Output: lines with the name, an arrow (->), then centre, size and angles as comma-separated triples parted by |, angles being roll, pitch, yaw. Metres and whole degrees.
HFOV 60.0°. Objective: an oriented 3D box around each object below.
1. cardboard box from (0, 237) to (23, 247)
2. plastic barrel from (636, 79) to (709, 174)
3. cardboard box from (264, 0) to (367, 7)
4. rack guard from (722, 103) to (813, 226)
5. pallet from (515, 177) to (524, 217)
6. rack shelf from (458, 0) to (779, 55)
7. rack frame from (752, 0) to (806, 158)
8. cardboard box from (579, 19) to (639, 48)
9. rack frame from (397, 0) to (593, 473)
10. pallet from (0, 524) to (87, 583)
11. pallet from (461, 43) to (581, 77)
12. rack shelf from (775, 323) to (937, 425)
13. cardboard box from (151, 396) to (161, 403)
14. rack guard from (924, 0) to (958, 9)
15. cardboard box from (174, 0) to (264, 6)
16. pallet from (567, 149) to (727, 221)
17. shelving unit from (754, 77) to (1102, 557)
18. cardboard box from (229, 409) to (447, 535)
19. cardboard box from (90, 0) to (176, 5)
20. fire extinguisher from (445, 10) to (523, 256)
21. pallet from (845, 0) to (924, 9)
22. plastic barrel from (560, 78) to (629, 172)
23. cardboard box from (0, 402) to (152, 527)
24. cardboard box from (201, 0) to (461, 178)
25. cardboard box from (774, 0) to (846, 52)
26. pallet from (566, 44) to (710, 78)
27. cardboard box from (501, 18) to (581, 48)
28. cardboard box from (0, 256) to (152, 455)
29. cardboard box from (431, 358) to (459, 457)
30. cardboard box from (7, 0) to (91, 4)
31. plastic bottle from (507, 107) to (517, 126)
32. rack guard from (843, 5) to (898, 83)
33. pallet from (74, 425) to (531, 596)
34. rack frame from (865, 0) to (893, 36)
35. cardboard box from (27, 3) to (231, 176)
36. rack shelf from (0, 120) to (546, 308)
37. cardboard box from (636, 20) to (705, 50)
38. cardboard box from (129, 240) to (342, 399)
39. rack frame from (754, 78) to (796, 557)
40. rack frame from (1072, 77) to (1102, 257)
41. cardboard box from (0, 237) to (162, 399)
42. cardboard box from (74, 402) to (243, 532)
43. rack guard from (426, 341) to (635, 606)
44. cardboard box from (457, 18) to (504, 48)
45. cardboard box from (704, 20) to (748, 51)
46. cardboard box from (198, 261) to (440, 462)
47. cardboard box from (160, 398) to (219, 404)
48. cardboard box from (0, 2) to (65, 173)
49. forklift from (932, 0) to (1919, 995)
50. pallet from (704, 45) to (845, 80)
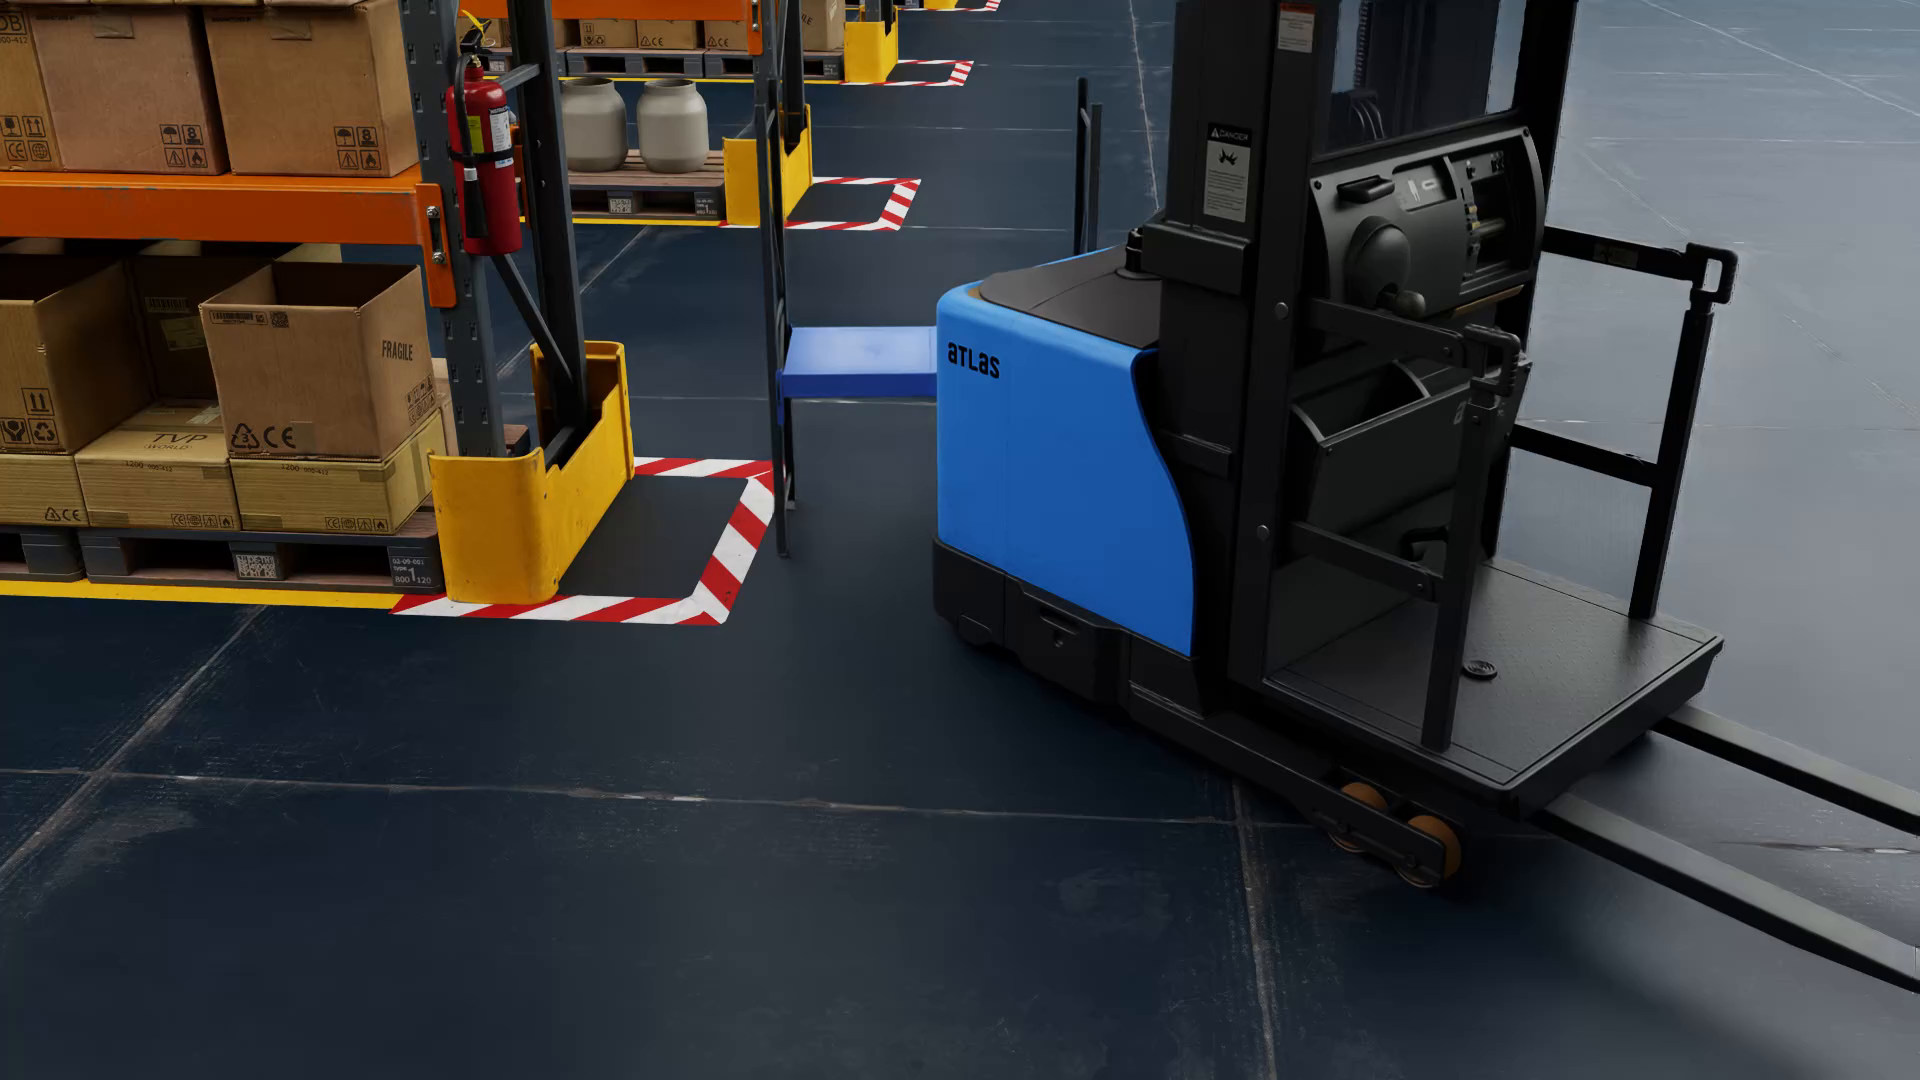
cardboard box -> -3.480, -0.844, 5.885 | 0.500, 0.500, 0.500 | 2, 25, 4
plastic barrel -> -1.746, -2.516, 10.104 | 0.421, 0.512, 0.421 | 0, 25, 0
cardboard box -> -1.862, -1.675, 4.906 | 0.250, 0.149, 0.380 | 1, 25, 3
rack guard -> -1.163, -2.314, 10.180 | 0.348, 0.500, 1.175 | 2, 25, 4
pallet -> -3.186, -2.251, 10.389 | 1.213, 0.211, 1.003 | 2, 25, 4
rack shelf -> -3.078, -3.204, 9.985 | 4.000, 0.370, 1.077 | 2, 25, 4
rack frame -> -1.084, -3.467, 9.695 | 0.127, 3.000, 1.000 | 2, 25, 4
cardboard box -> -3.101, -4.682, 14.825 | 0.500, 0.500, 0.500 | 0, 25, -1
rack frame -> -1.467, -1.402, 5.209 | 0.127, 3.000, 1.000 | 2, 25, 4
pallet -> -3.446, -0.183, 5.894 | 1.213, 0.211, 1.003 | 2, 25, 4
pallet -> -4.021, -4.385, 15.028 | 1.213, 0.211, 1.003 | 2, 25, 4
rack shelf -> -0.101, -0.570, 5.626 | 1.000, 0.185, 0.538 | -1, 25, -1
cardboard box -> -2.982, -0.484, 6.001 | 0.500, 0.250, 0.500 | 2, 25, 4
rack guard -> -0.200, -6.459, 19.188 | 0.348, 0.500, 1.175 | 2, 25, 4
cardboard box -> -2.124, -1.683, 4.923 | 0.250, 0.149, 0.380 | 2, 25, 5
pallet -> -1.973, -2.211, 10.302 | 1.213, 0.211, 1.003 | 2, 25, 4
shelving unit -> -0.101, -0.734, 5.551 | 1.048, 1.500, 0.538 | -1, 25, -1
cardboard box -> -2.024, -0.238, 5.466 | 0.500, 0.250, 0.500 | 2, 25, 4
cardboard box -> -2.379, -1.691, 4.941 | 0.250, 0.149, 0.380 | 1, 25, 3
fire extinguisher -> -1.385, -1.170, 4.796 | 0.183, 0.674, 0.296 | 2, 25, 4
pallet -> -1.028, -6.321, 19.235 | 1.213, 0.211, 1.003 | 2, 25, 4
plastic barrel -> -2.246, -2.532, 10.139 | 0.421, 0.512, 0.421 | 0, 25, 0
cardboard box -> -3.022, -0.264, 5.523 | 0.500, 0.250, 0.500 | 2, 25, 4
cardboard box -> -1.931, -1.468, 5.232 | 0.500, 0.500, 0.700 | 2, 25, 4
cardboard box -> -1.326, -4.613, 14.675 | 0.500, 0.500, 0.500 | 6, 25, 14
pallet -> -2.801, -4.347, 14.946 | 1.213, 0.211, 1.003 | 2, 25, 4
cardboard box -> -3.726, -4.669, 14.797 | 0.500, 0.500, 0.500 | 10, 27, 21
cardboard box -> -3.023, -0.604, 5.363 | 0.500, 0.500, 0.500 | 2, 25, 4
cardboard box -> -1.985, -0.454, 5.935 | 0.500, 0.250, 0.500 | 2, 25, 4
cardboard box -> -2.629, -1.700, 4.961 | 0.250, 0.149, 0.380 | 2, 25, 5
plastic bottle -> -2.868, -2.615, 10.582 | 0.097, 0.271, 0.097 | 0, 25, 0
rack guard -> -0.781, -4.398, 14.709 | 0.348, 0.500, 1.175 | 2, 25, 4
pallet -> -2.233, -0.143, 5.807 | 1.213, 0.211, 1.003 | 2, 25, 4
rack frame -> -0.705, -5.531, 14.182 | 0.127, 3.000, 1.000 | 2, 25, 4
cardboard box -> -2.455, -1.483, 5.264 | 0.500, 0.500, 0.700 | 2, 25, 5
rack shelf -> -3.461, -1.139, 5.498 | 4.000, 0.370, 1.077 | 2, 25, 4
cardboard box -> -2.548, -4.646, 14.746 | 0.500, 0.500, 0.500 | 4, 25, 9
cardboard box -> -2.483, -0.810, 5.811 | 0.500, 0.500, 0.500 | 2, 25, 4
rack frame -> -0.609, -0.729, 5.539 | 0.032, 1.500, 0.500 | -1, 25, -1
rack frame -> 0.407, -0.739, 5.562 | 0.032, 1.500, 0.500 | -1, 25, -1
cardboard box -> -2.983, -0.820, 5.834 | 0.500, 0.500, 0.500 | 2, 25, 4
cardboard box -> -2.524, -0.249, 5.490 | 0.500, 0.250, 0.500 | 2, 25, 4
rack guard -> -1.443, -0.266, 5.730 | 0.348, 0.500, 1.175 | 2, 25, 4
cardboard box -> -4.297, -4.685, 14.830 | 0.500, 0.500, 0.500 | 1, 25, 2
cardboard box -> -1.925, -4.618, 14.685 | 0.500, 0.500, 0.500 | 8, 26, 18
cardboard box -> -2.024, -0.578, 5.307 | 0.500, 0.500, 0.500 | 2, 25, 4
cardboard box -> -2.483, -0.468, 5.966 | 0.500, 0.250, 0.500 | 2, 25, 4
cardboard box -> -2.950, -1.501, 5.304 | 0.500, 0.500, 0.700 | 2, 25, 4
forklift -> 1.283, -0.747, 3.868 | 1.130, 2.935, 3.031 | -21, 32, -38
pallet -> -1.588, -4.307, 14.858 | 1.213, 0.211, 1.003 | 2, 25, 4
